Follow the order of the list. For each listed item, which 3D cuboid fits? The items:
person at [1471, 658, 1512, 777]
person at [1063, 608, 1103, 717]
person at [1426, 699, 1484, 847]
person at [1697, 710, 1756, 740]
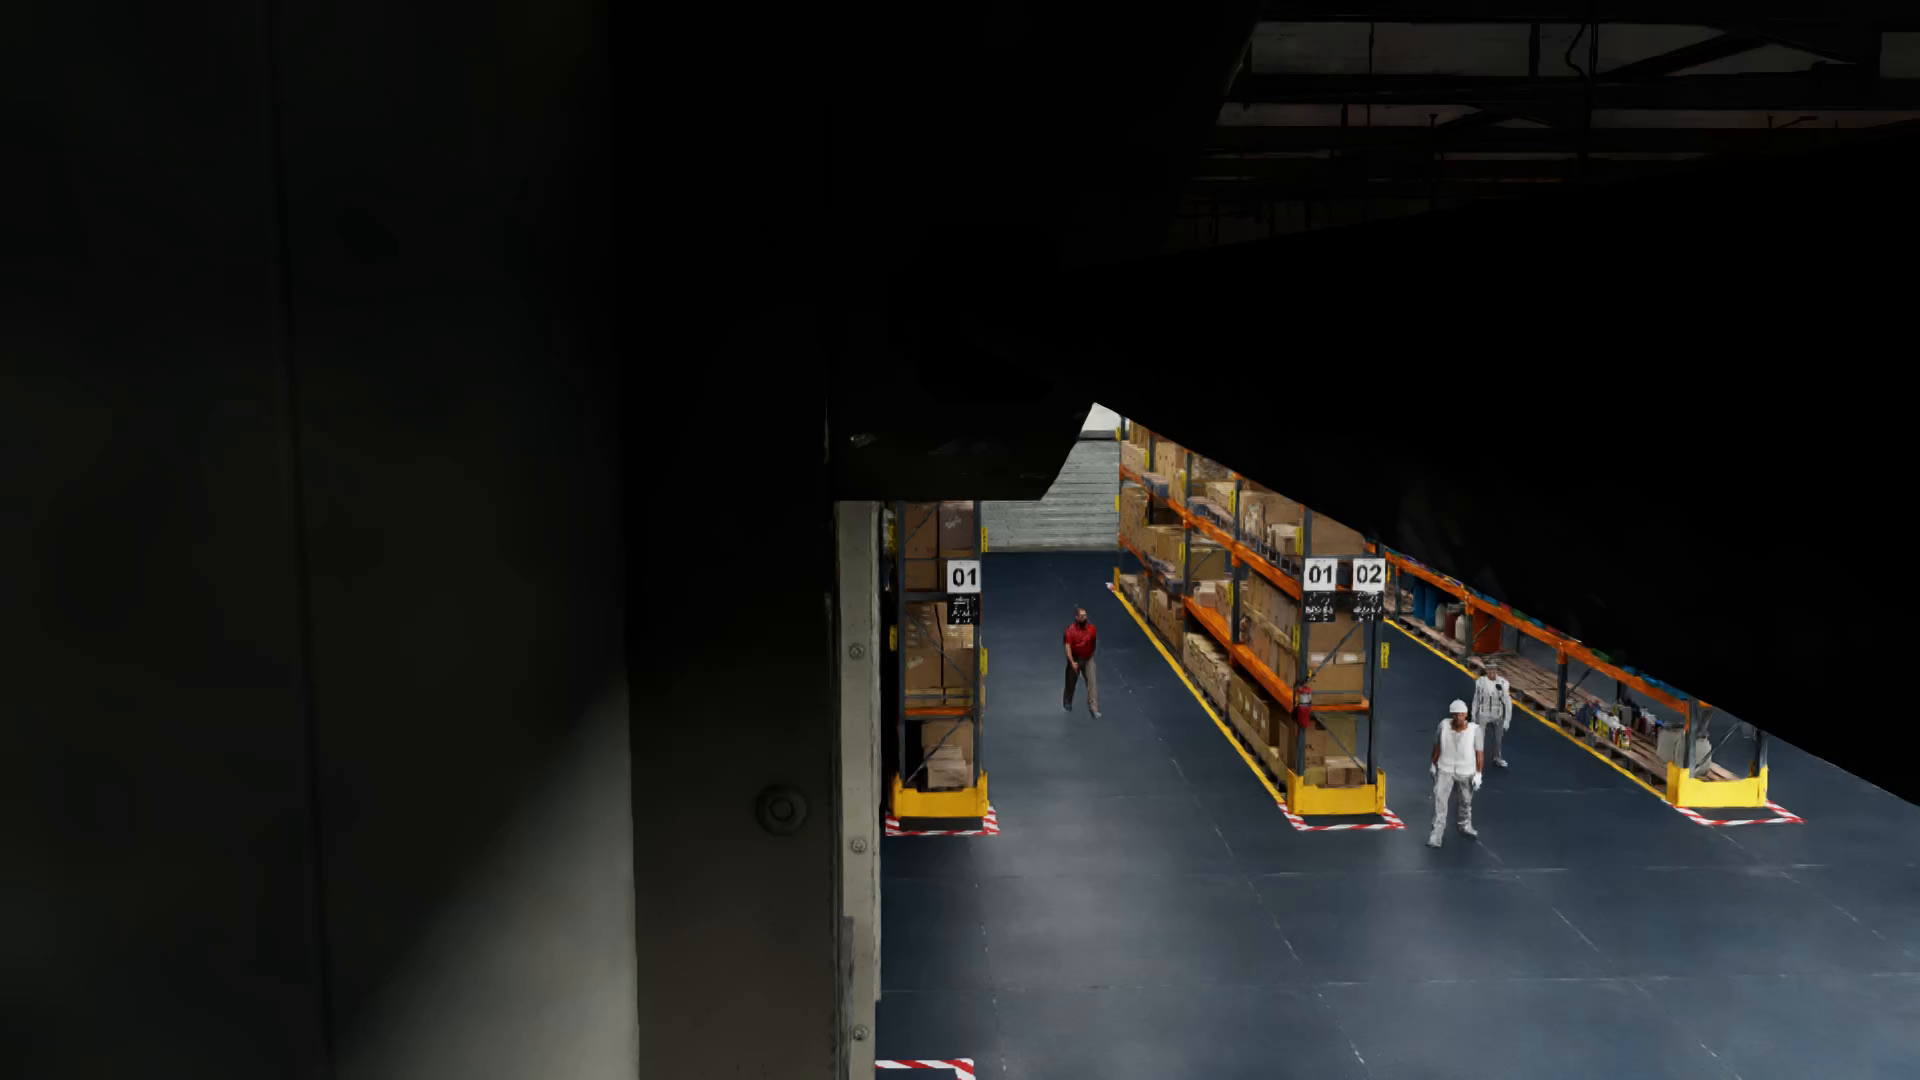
[{"bbox_3d":[7.109,2.341,22.250,0.521,1.614,0.942,3,9,19],"label":"person"},{"bbox_3d":[1.839,1.851,25.397,0.535,1.657,1.036,-2,8,-11],"label":"person"},{"bbox_3d":[5.779,2.696,19.389,0.610,1.739,0.963,3,9,21],"label":"person"},{"bbox_3d":[11.160,2.080,24.058,0.626,1.606,0.797,-3,9,-22],"label":"person"}]
